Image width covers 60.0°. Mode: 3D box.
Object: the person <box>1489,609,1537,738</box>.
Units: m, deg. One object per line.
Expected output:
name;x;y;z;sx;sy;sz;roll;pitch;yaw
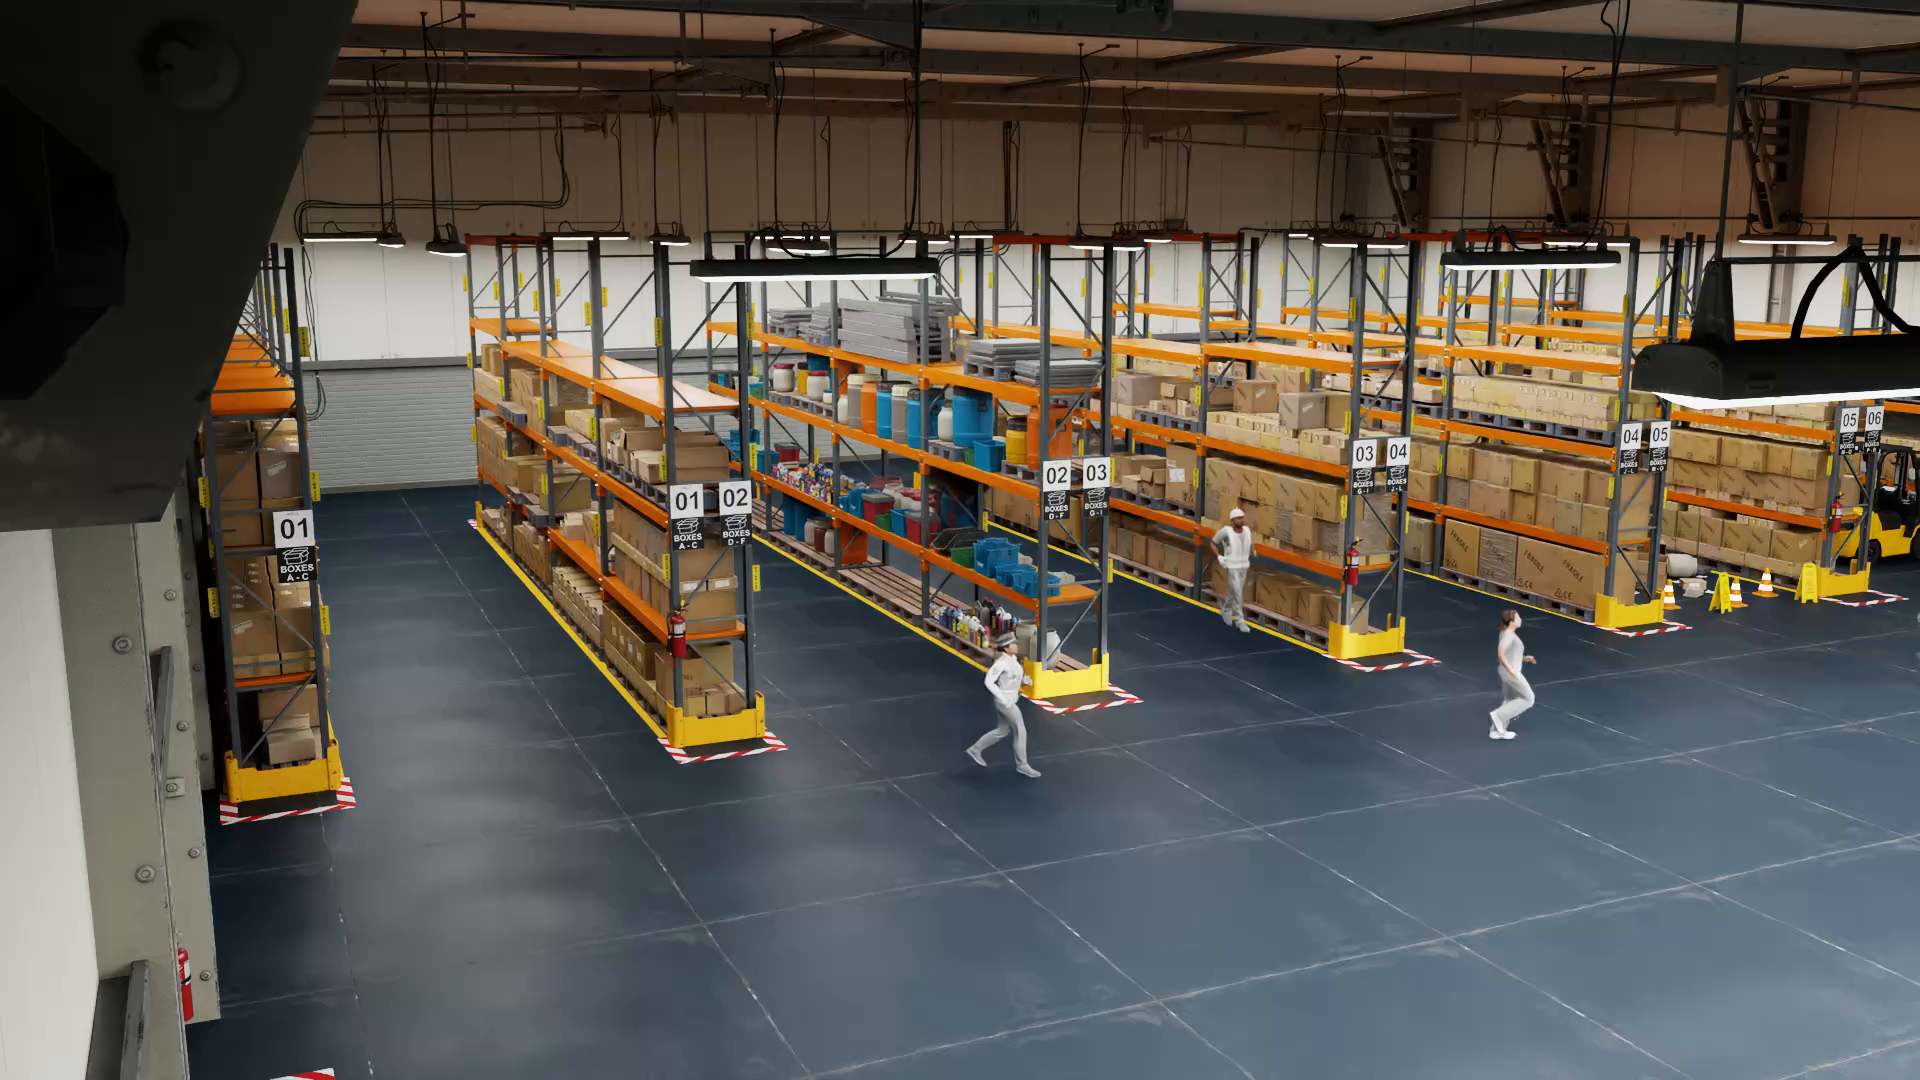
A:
person;6.785;1.645;20.363;0.545;1.624;0.565;1;11;7

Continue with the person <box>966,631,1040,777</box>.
person;0.510;1.871;19.075;0.846;1.704;0.602;1;11;6

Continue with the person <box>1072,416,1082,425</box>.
person;2.739;-2.406;41.226;0.818;1.643;0.628;-8;14;-36

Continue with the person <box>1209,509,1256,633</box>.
person;4.110;0.433;24.783;0.678;1.825;0.826;-6;12;-28
